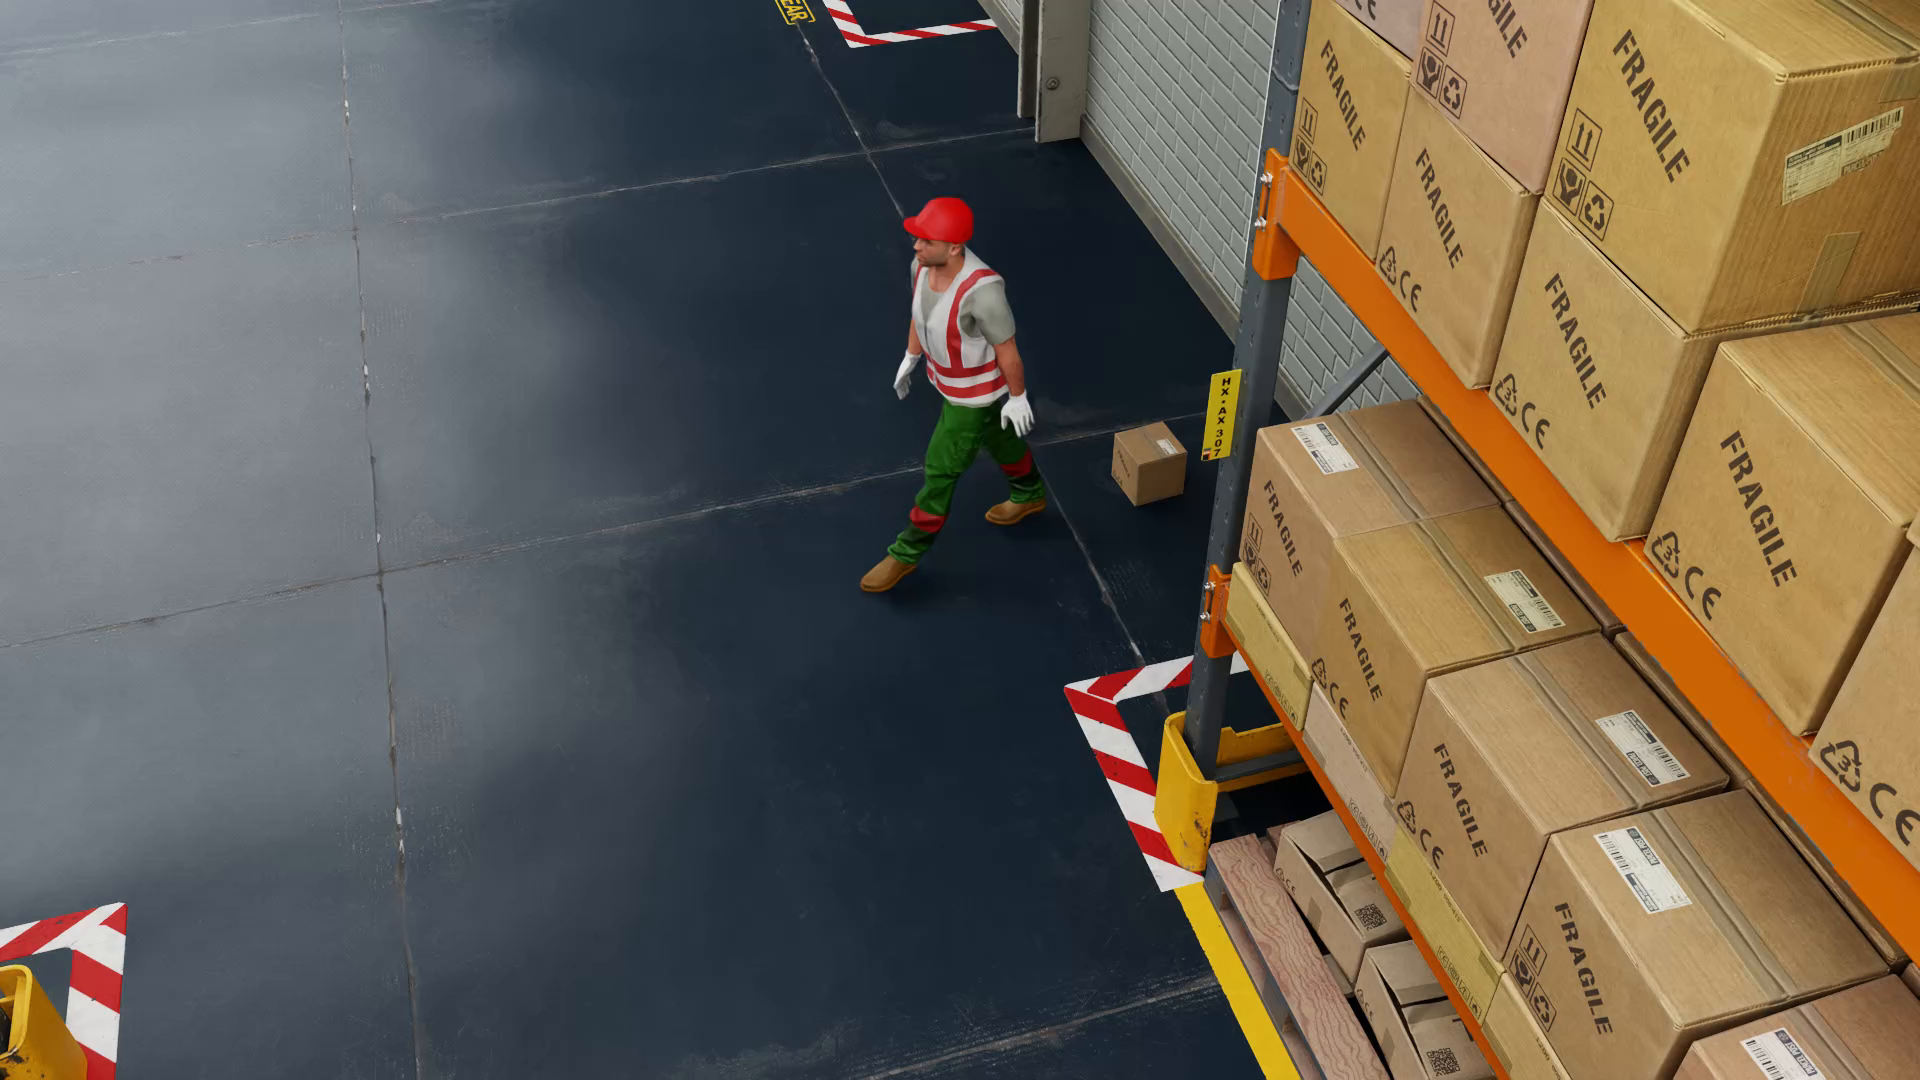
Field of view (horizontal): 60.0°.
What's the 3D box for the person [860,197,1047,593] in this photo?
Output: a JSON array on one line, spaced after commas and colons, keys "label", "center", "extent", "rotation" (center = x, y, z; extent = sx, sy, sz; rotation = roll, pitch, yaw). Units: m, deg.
[{"label": "person", "center": [-0.049, -0.647, 6.849], "extent": [0.989, 1.723, 0.579], "rotation": [-18, 45, -19]}]
